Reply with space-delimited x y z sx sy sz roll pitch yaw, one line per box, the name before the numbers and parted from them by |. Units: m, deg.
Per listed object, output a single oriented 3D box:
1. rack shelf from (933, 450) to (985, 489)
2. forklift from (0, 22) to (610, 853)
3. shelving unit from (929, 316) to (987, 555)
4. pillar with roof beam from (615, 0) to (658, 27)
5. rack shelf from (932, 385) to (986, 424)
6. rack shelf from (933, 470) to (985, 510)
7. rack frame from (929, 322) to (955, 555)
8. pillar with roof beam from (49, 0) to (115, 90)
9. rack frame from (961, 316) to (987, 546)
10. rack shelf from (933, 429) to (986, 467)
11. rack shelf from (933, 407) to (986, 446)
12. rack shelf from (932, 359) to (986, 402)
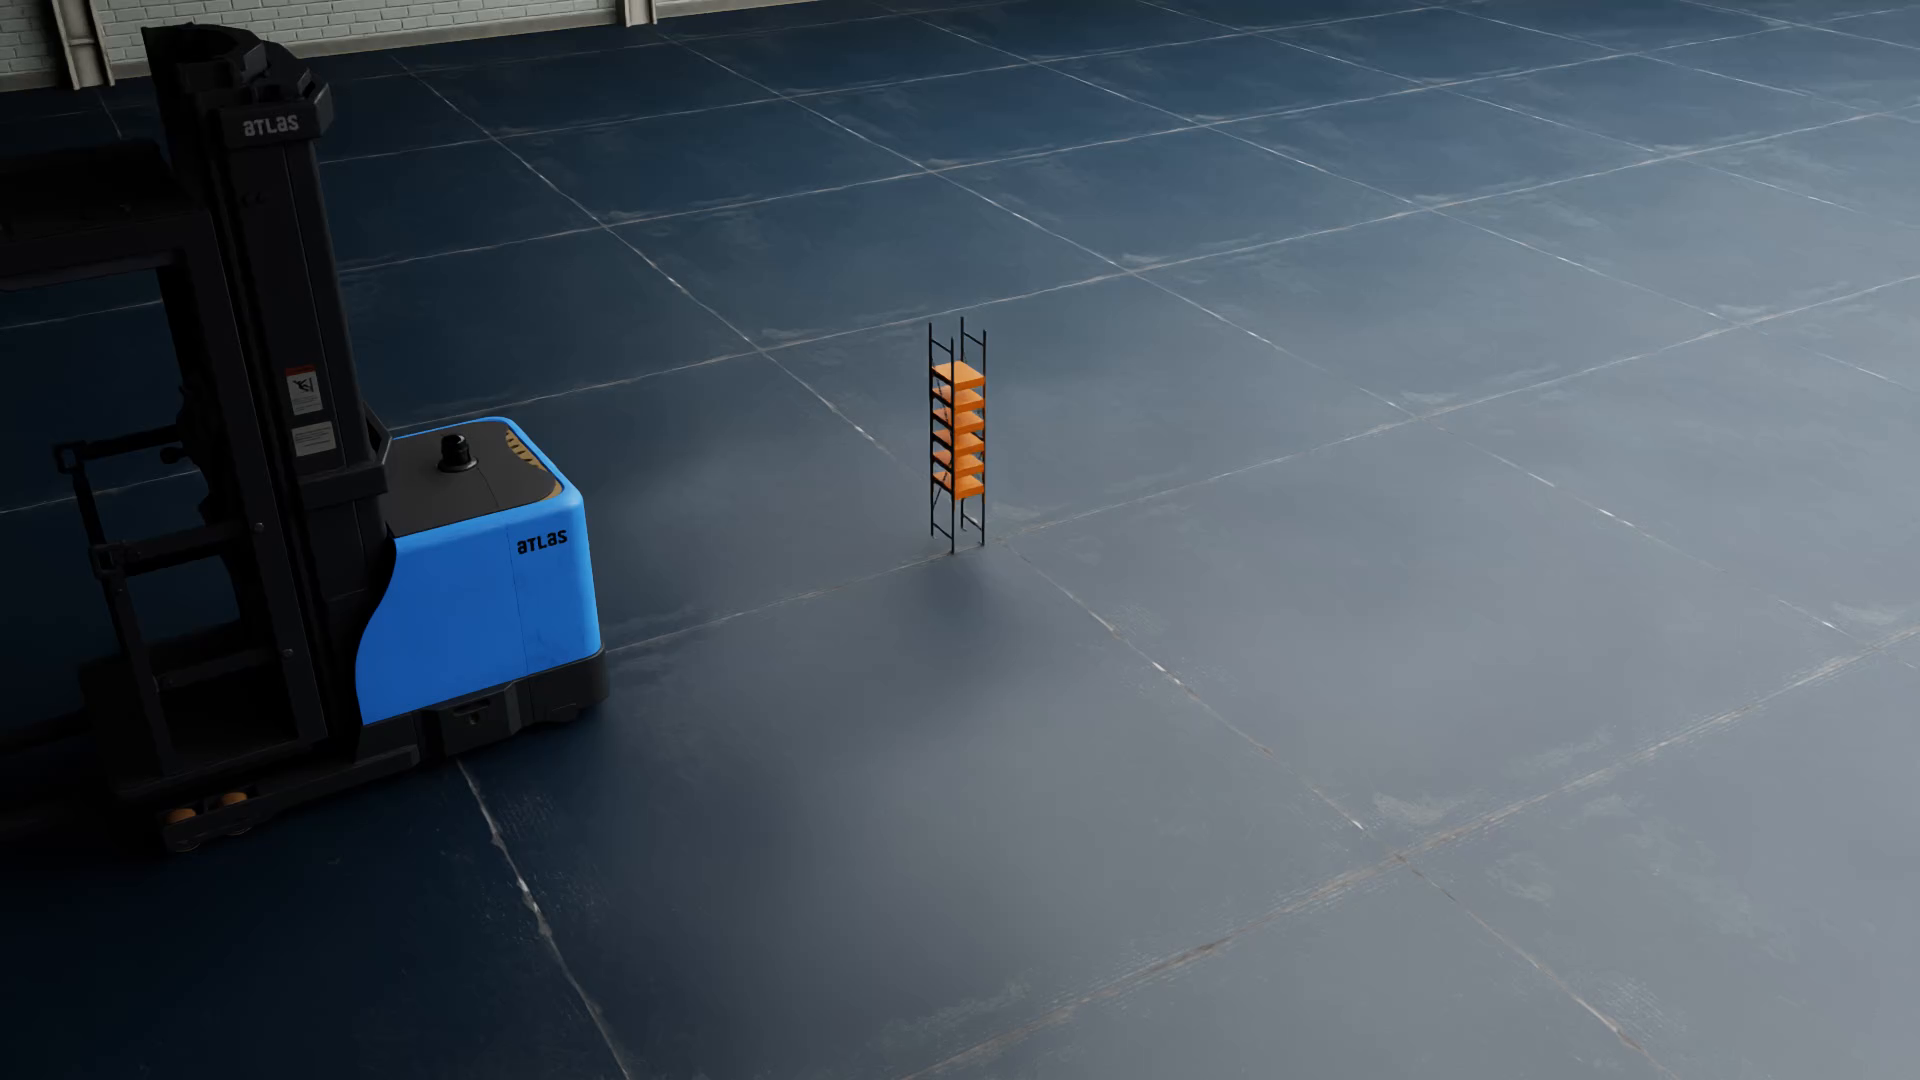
rack shelf | -0.012 -0.378 8.533 0.180 0.103 0.258 -16 33 -26
forklift | -3.075 -0.351 6.352 3.031 2.935 1.130 -17 33 -28
shelving unit | -0.012 -0.522 8.454 0.189 1.200 0.258 -16 33 -26
pillar with roof beam | -1.706 -8.376 14.614 0.400 9.000 9.100 -16 33 -26
rack shelf | -0.012 -0.693 8.359 0.180 0.103 0.258 -16 33 -26
rack shelf | -0.012 -0.273 8.591 0.180 0.103 0.258 -16 33 -26
rack frame | -0.091 -0.499 8.413 0.006 1.200 0.240 -16 33 -26
pillar with roof beam | -6.879 -6.907 11.952 0.400 9.000 9.100 -16 33 -26
rack frame | 0.066 -0.544 8.494 0.006 1.200 0.240 -16 33 -26
rack shelf | -0.012 -0.483 8.475 0.180 0.103 0.258 -16 33 -26
rack shelf | -0.012 -0.588 8.417 0.180 0.103 0.258 -16 33 -26
rack shelf | -0.012 -0.798 8.301 0.180 0.103 0.258 -16 33 -26
